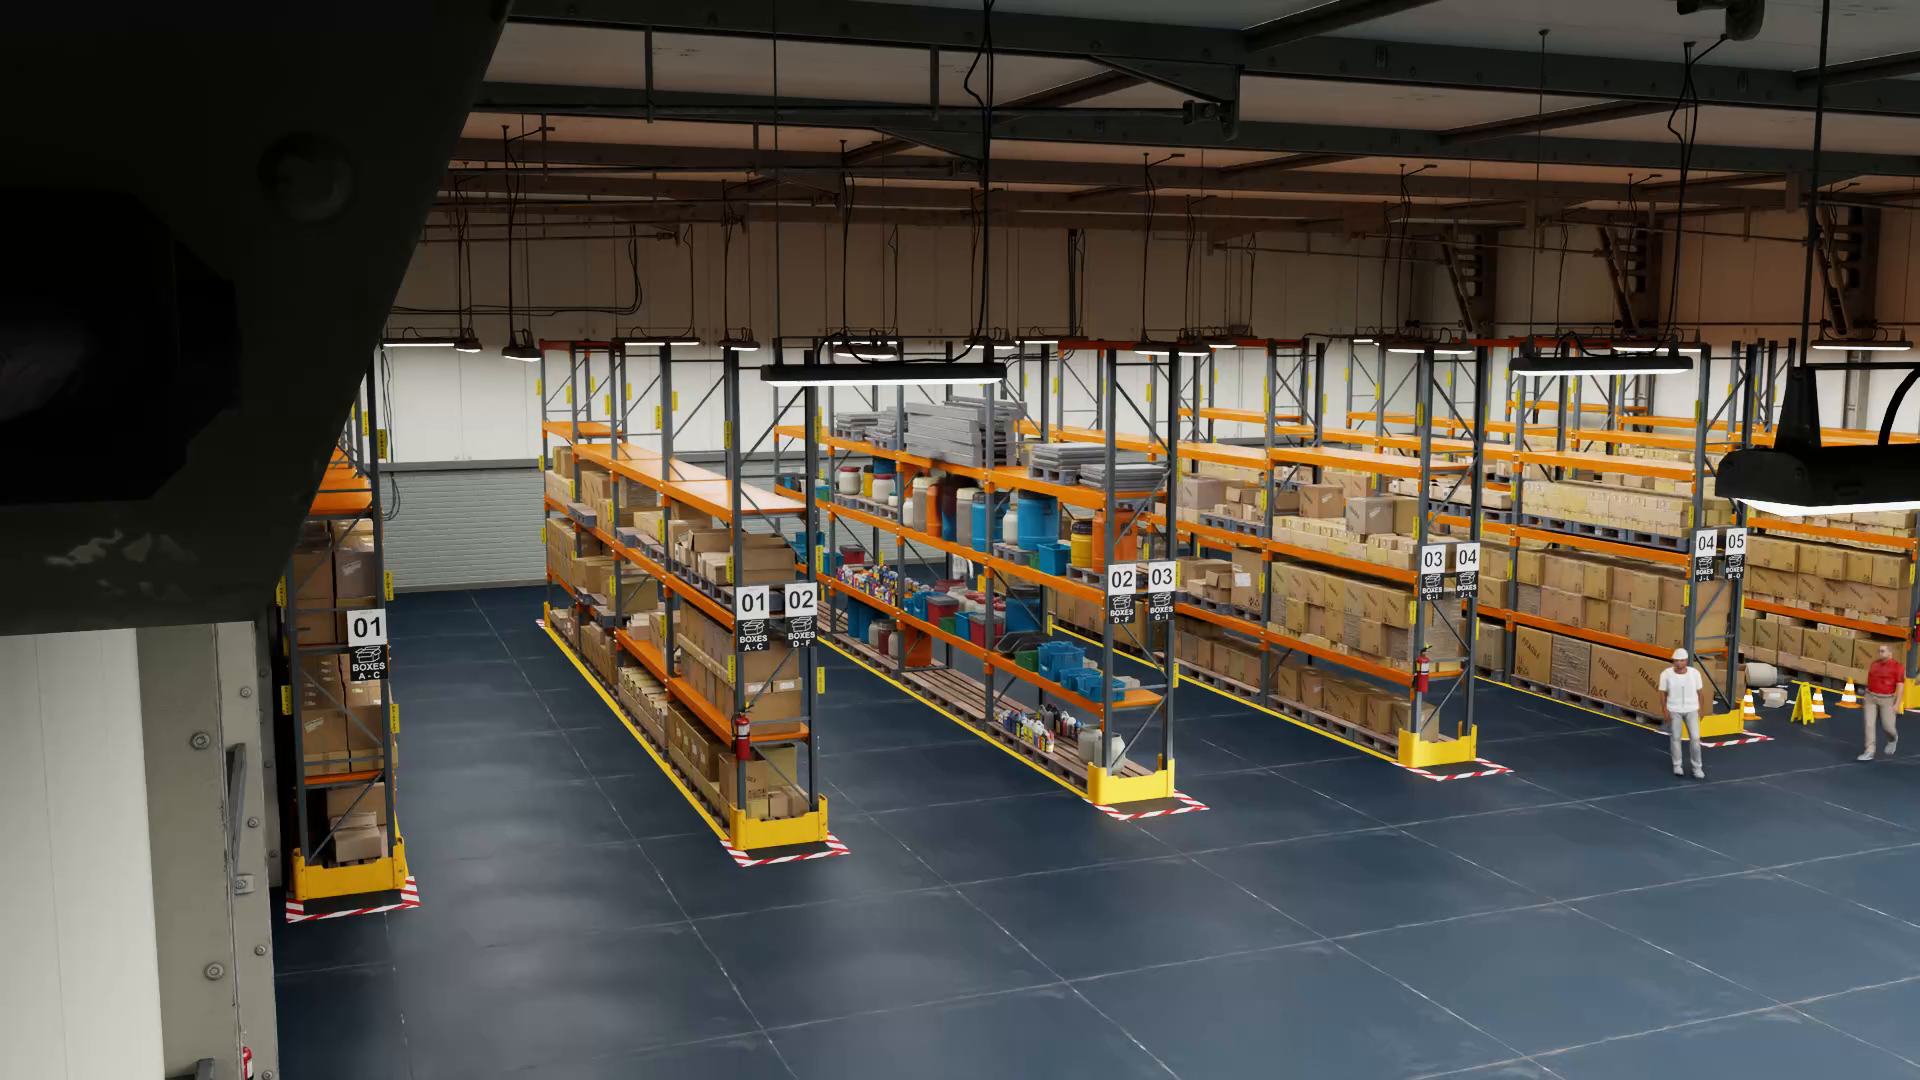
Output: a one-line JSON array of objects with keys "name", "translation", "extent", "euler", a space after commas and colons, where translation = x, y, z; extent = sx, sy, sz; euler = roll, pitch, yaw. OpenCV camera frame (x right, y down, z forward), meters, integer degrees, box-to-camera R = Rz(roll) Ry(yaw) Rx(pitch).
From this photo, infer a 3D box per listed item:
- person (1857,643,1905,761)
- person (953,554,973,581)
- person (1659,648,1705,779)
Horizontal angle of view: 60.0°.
[{"name": "person", "translation": [13.402, 2.342, 24.135], "extent": [0.523, 1.709, 0.671], "euler": [6, 10, 40]}, {"name": "person", "translation": [0.011, 0.726, 36.866], "extent": [0.532, 1.635, 1.036], "euler": [-2, 8, -17]}, {"name": "person", "translation": [10.177, 2.422, 23.420], "extent": [0.638, 1.792, 0.421], "euler": [2, 8, 16]}]
